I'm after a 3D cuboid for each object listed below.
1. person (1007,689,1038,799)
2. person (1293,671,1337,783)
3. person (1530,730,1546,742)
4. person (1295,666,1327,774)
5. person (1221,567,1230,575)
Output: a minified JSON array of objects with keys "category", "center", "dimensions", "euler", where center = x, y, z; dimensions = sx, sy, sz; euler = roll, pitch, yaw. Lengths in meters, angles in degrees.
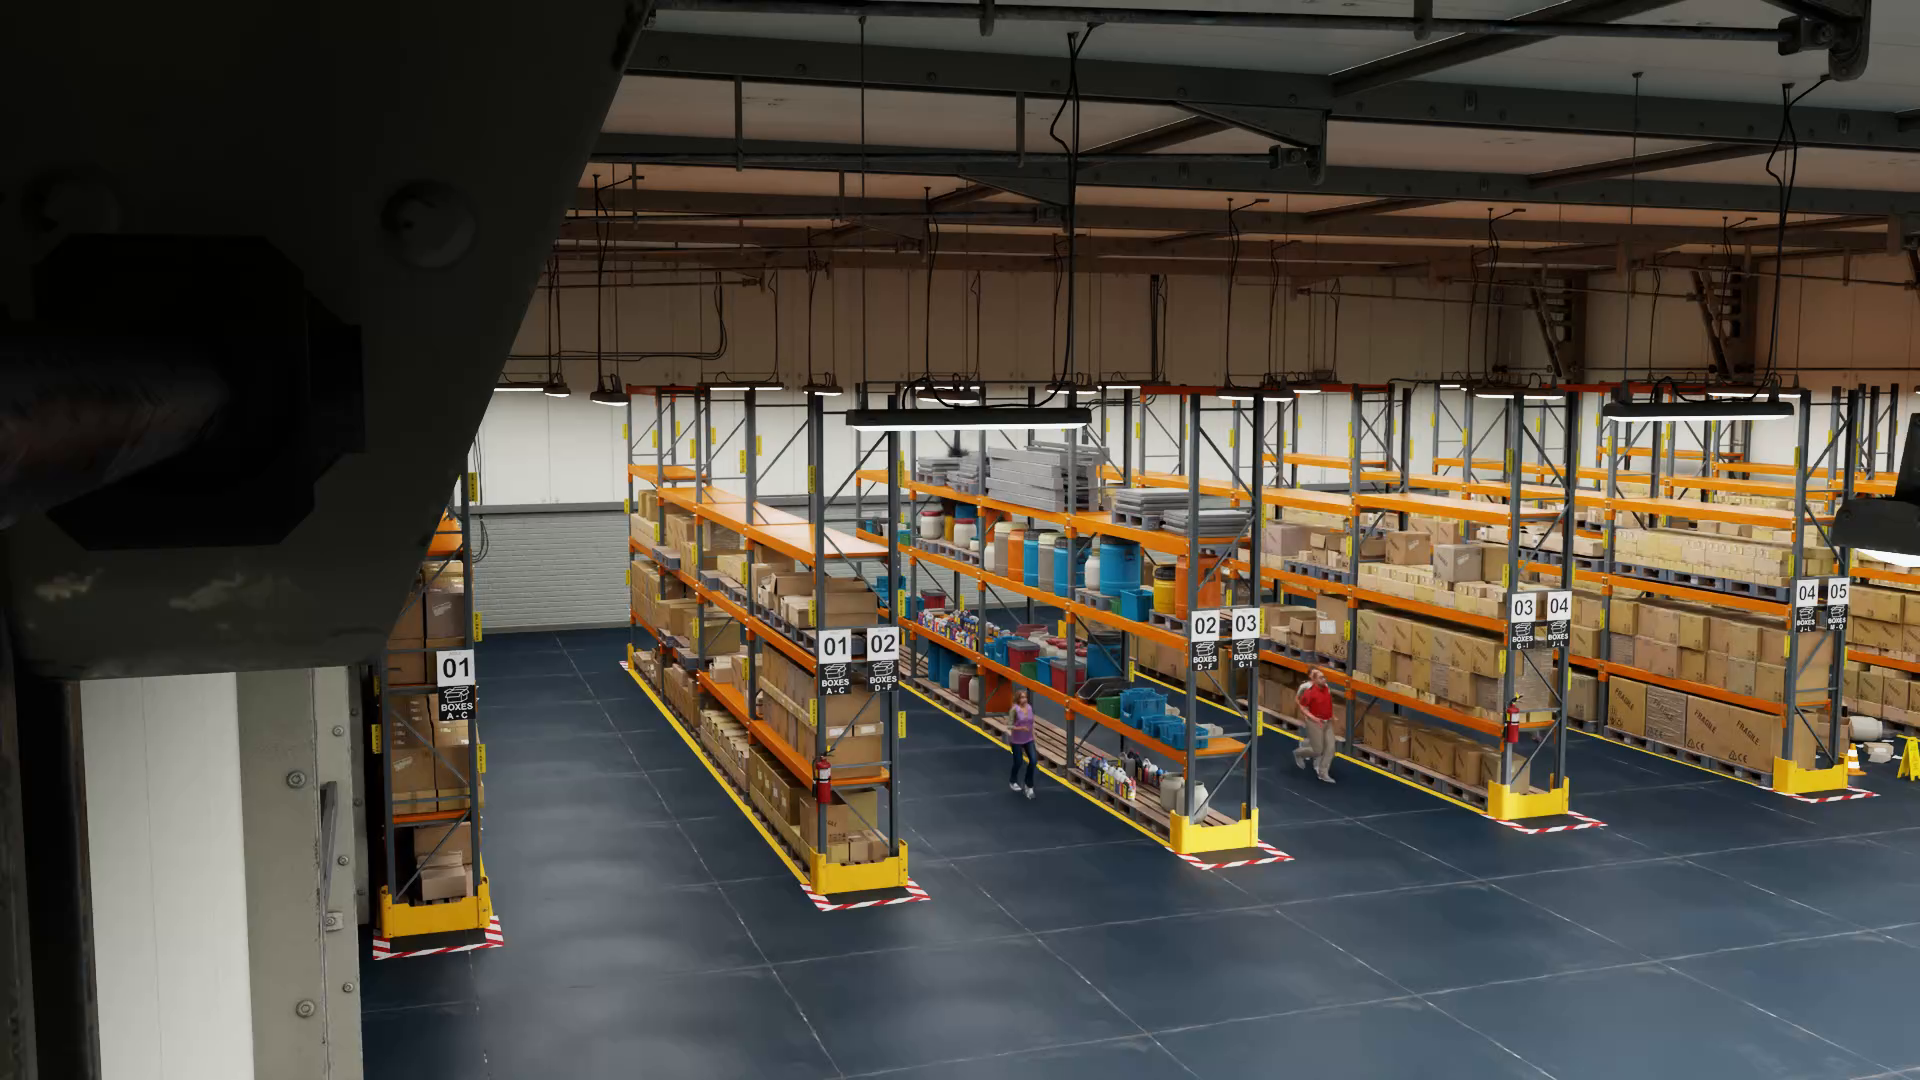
[{"category":"person","center":[0.920,3.009,24.558],"dimensions":[0.513,1.634,0.702],"euler":[-2,6,-22]},{"category":"person","center":[5.511,2.856,25.632],"dimensions":[0.663,1.701,0.752],"euler":[-4,7,-34]},{"category":"person","center":[9.667,2.576,28.361],"dimensions":[0.590,1.633,0.847],"euler":[-3,7,-30]},{"category":"person","center":[5.589,2.808,26.289],"dimensions":[0.564,1.662,0.765],"euler":[-1,6,-13]},{"category":"person","center":[6.507,1.254,41.120],"dimensions":[0.578,1.706,0.802],"euler":[-1,6,-11]}]
